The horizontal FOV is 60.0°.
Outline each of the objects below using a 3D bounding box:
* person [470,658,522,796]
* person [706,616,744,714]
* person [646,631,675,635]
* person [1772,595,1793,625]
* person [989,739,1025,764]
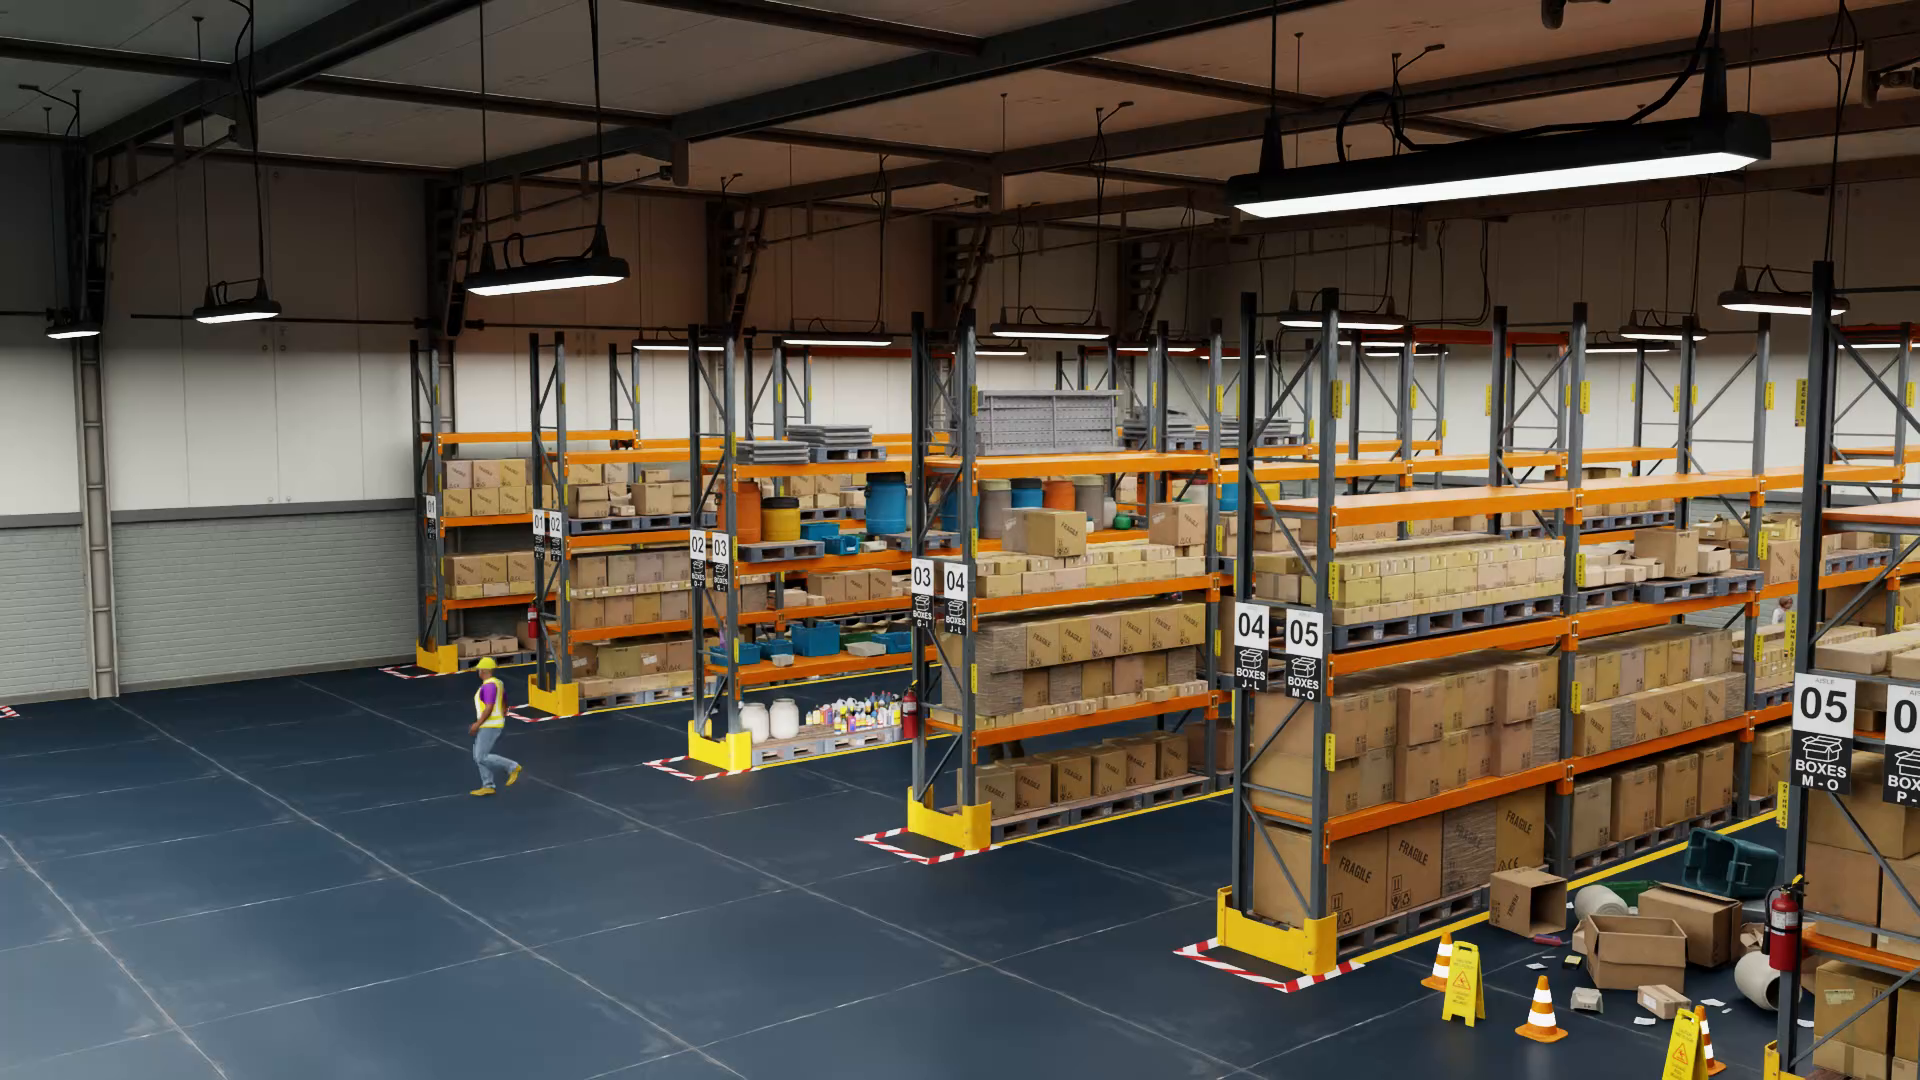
[{"bbox_3d":[-5.897,2.358,21.089,0.646,1.731,0.626,-1,5,-12],"label":"person"},{"bbox_3d":[-3.660,1.949,26.202,0.441,1.539,0.978,1,5,10],"label":"person"},{"bbox_3d":[-5.592,1.438,30.824,0.663,1.706,1.089,3,6,32],"label":"person"},{"bbox_3d":[14.032,1.747,28.361,0.478,1.628,0.355,-2,6,-22],"label":"person"},{"bbox_3d":[0.592,2.315,21.443,0.659,1.827,0.651,-2,6,-24],"label":"person"}]
